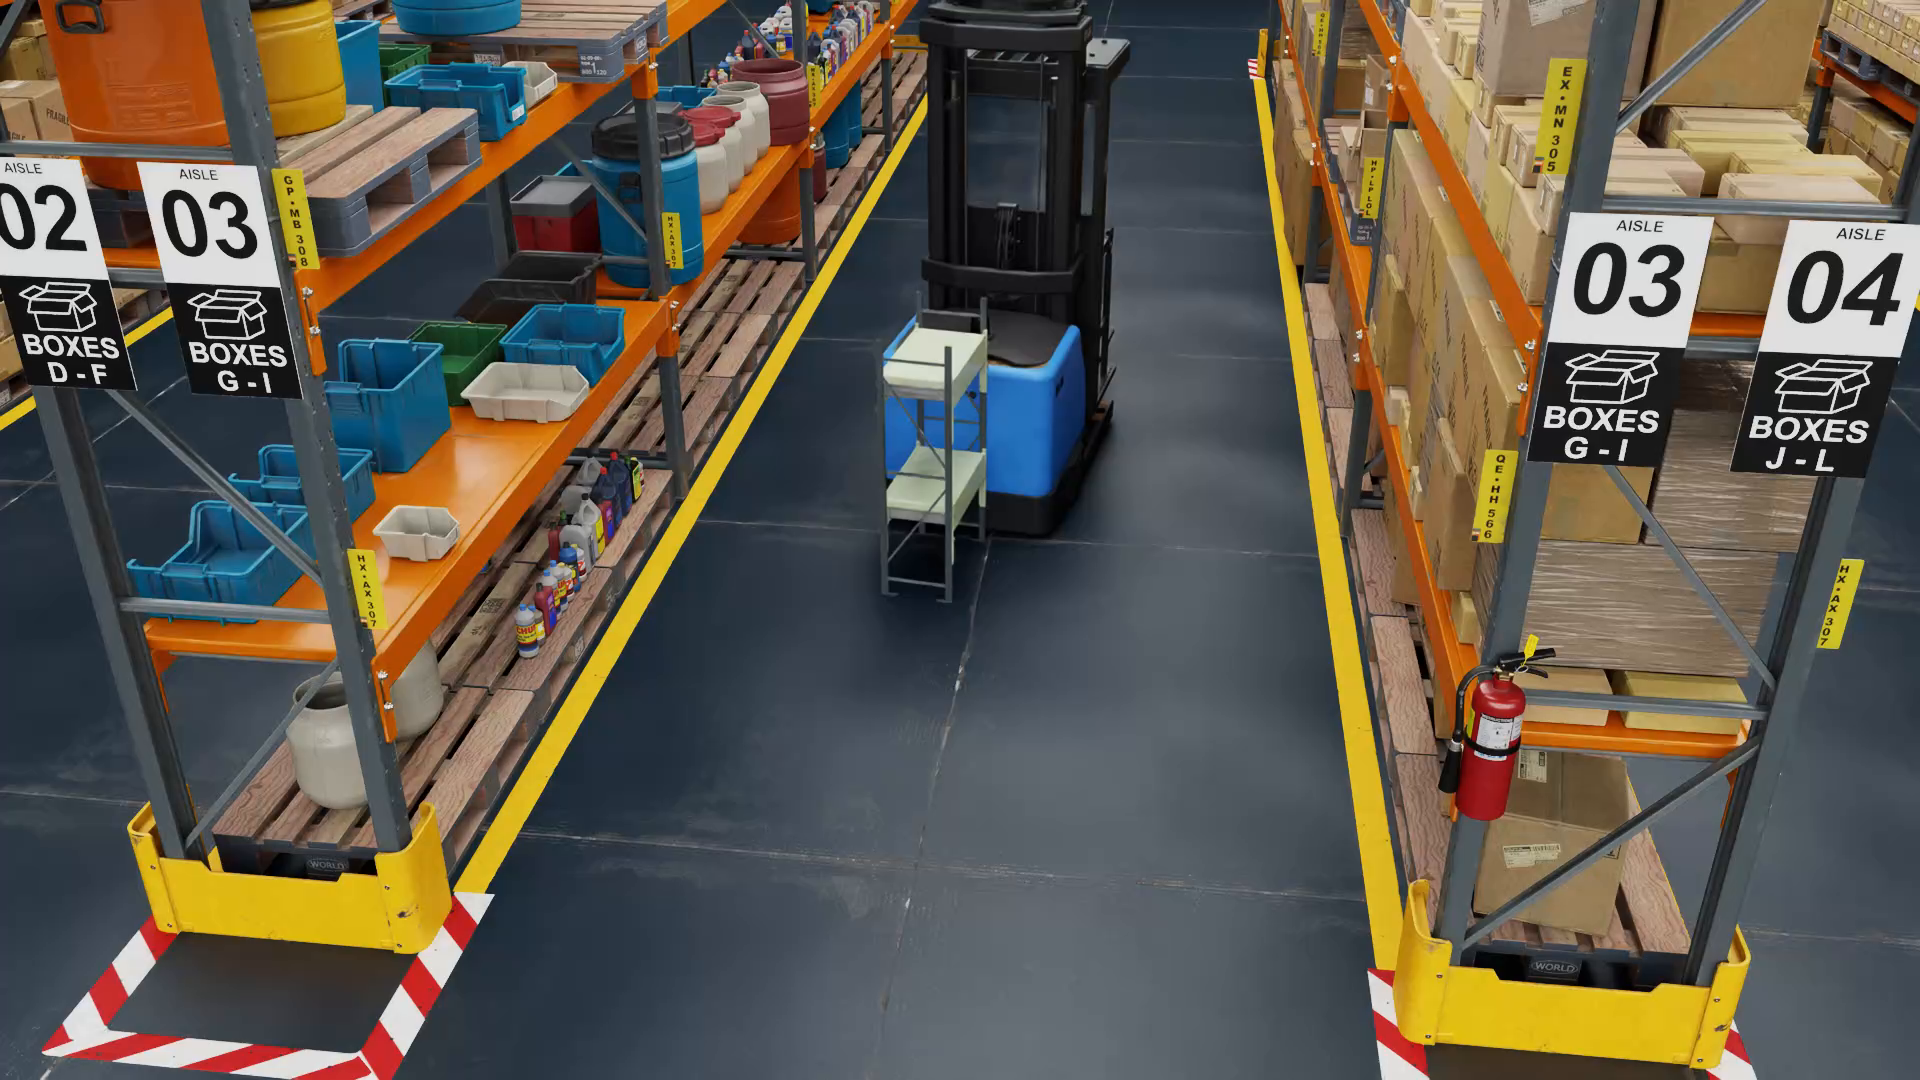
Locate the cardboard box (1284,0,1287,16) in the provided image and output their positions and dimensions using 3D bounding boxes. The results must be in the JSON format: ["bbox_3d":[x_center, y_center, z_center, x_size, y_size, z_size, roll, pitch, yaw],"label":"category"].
[{"bbox_3d":[3.493,-5.389,16.854,0.380,0.149,0.250,3,28,5],"label":"cardboard box"}]

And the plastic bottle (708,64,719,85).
[{"bbox_3d":[-2.034,-3.772,13.712,0.061,0.283,0.133,3,28,6],"label":"plastic bottle"}]

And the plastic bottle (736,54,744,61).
[{"bbox_3d":[-1.918,-4.110,14.426,0.097,0.201,0.097,0,28,0],"label":"plastic bottle"}]

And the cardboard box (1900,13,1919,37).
[{"bbox_3d":[7.936,-4.200,13.579,0.380,0.149,0.250,4,29,8],"label":"cardboard box"}]

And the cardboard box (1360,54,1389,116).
[{"bbox_3d":[3.201,-3.184,11.949,0.500,0.500,0.500,0,28,0],"label":"cardboard box"}]

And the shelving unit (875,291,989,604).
[{"bbox_3d":[-0.142,-0.507,9.109,0.431,1.500,0.755,7,29,13],"label":"shelving unit"}]

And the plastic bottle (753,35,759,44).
[{"bbox_3d":[-1.823,-4.348,14.780,0.061,0.283,0.133,3,28,6],"label":"plastic bottle"}]

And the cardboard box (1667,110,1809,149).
[{"bbox_3d":[2.651,-1.359,5.685,0.380,0.149,0.250,4,29,8],"label":"cardboard box"}]

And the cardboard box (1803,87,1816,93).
[{"bbox_3d":[8.538,-4.491,16.859,0.380,0.149,0.250,4,29,8],"label":"cardboard box"}]

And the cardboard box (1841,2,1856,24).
[{"bbox_3d":[8.093,-4.683,14.789,0.380,0.149,0.250,3,28,5],"label":"cardboard box"}]

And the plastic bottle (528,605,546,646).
[{"bbox_3d":[-2.124,0.420,8.294,0.097,0.201,0.097,0,28,0],"label":"plastic bottle"}]

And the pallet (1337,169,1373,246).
[{"bbox_3d":[3.026,-2.193,10.860,1.003,0.211,1.213,3,28,6],"label":"pallet"}]

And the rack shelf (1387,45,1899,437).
[{"bbox_3d":[2.492,-1.391,6.766,1.077,0.370,4.000,3,28,6],"label":"rack shelf"}]

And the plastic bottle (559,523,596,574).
[{"bbox_3d":[-2.058,0.027,8.945,0.152,0.276,0.135,4,29,7],"label":"plastic bottle"}]

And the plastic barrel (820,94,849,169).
[{"bbox_3d":[-1.368,-4.055,15.884,0.600,0.901,0.708,3,28,6],"label":"plastic barrel"}]

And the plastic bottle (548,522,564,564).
[{"bbox_3d":[-2.164,0.018,8.954,0.061,0.283,0.133,3,28,6],"label":"plastic bottle"}]

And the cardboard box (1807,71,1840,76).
[{"bbox_3d":[9.092,-4.835,17.497,0.380,0.149,0.250,3,29,6],"label":"cardboard box"}]

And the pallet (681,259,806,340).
[{"bbox_3d":[-1.822,-1.909,13.072,1.003,0.211,1.213,3,28,6],"label":"pallet"}]

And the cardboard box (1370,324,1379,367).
[{"bbox_3d":[2.369,-1.018,8.741,0.380,0.149,0.250,3,28,6],"label":"cardboard box"}]

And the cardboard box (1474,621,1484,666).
[{"bbox_3d":[2.109,0.401,6.108,0.380,0.149,0.250,3,28,6],"label":"cardboard box"}]

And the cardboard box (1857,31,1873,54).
[{"bbox_3d":[8.029,-4.308,14.406,0.380,0.149,0.250,4,29,7],"label":"cardboard box"}]

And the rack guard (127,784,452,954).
[{"bbox_3d":[-2.706,1.328,6.758,1.175,0.500,0.348,3,28,6],"label":"rack guard"}]

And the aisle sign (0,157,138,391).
[{"bbox_3d":[-2.972,-0.862,5.446,0.394,0.787,0.004,3,28,6],"label":"aisle sign"}]

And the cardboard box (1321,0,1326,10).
[{"bbox_3d":[3.552,-4.957,14.625,0.797,0.503,0.637,4,29,7],"label":"cardboard box"}]

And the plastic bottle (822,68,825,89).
[{"bbox_3d":[-1.200,-3.931,14.093,0.097,0.201,0.097,0,28,0],"label":"plastic bottle"}]

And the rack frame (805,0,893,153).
[{"bbox_3d":[-1.198,-5.382,16.578,1.000,3.000,0.127,3,28,6],"label":"rack frame"}]

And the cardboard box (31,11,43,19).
[{"bbox_3d":[-10.550,-6.070,19.364,0.380,0.149,0.250,3,28,5],"label":"cardboard box"}]

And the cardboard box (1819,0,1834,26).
[{"bbox_3d":[8.407,-5.178,15.779,0.500,0.500,0.500,3,28,6],"label":"cardboard box"}]

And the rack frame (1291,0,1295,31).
[{"bbox_3d":[3.718,-5.095,16.044,1.000,3.000,0.127,3,28,6],"label":"rack frame"}]

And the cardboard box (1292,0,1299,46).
[{"bbox_3d":[3.413,-4.937,15.645,0.500,0.500,0.500,3,29,6],"label":"cardboard box"}]

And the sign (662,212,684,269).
[{"bbox_3d":[-1.634,-1.701,9.454,0.100,0.325,0.005,3,28,6],"label":"sign"}]

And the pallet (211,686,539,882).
[{"bbox_3d":[-2.601,1.073,7.535,1.003,0.211,1.213,3,28,6],"label":"pallet"}]

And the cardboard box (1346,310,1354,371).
[{"bbox_3d":[3.047,-1.459,11.468,0.700,0.500,0.500,6,29,10],"label":"cardboard box"}]

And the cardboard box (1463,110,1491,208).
[{"bbox_3d":[2.184,-1.418,6.215,0.500,0.250,0.500,4,29,7],"label":"cardboard box"}]

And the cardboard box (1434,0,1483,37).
[{"bbox_3d":[2.372,-2.368,7.557,0.380,0.149,0.250,4,29,7],"label":"cardboard box"}]

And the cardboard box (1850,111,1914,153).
[{"bbox_3d":[8.212,-3.590,14.653,0.500,0.250,0.500,4,29,8],"label":"cardboard box"}]

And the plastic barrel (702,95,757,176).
[{"bbox_3d":[-1.654,-2.854,11.767,0.421,0.512,0.421,0,28,0],"label":"plastic barrel"}]

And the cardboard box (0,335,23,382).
[{"bbox_3d":[-6.735,-1.297,11.450,0.500,0.250,0.500,4,29,7],"label":"cardboard box"}]

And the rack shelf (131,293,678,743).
[{"bbox_3d":[-2.423,-0.359,8.011,1.077,0.370,4.000,3,28,6],"label":"rack shelf"}]

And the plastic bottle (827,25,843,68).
[{"bbox_3d":[-1.121,-4.390,14.789,0.144,0.351,0.185,3,28,6],"label":"plastic bottle"}]

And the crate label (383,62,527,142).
[{"bbox_3d":[-2.111,-1.851,7.017,0.502,0.251,0.408,3,28,6],"label":"crate label"}]

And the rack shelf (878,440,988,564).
[{"bbox_3d":[-0.142,-0.219,9.263,0.431,0.370,0.720,7,29,13],"label":"rack shelf"}]

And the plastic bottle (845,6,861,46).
[{"bbox_3d":[-1.009,-4.822,15.590,0.144,0.351,0.185,3,28,6],"label":"plastic bottle"}]

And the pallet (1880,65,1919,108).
[{"bbox_3d":[8.340,-3.726,13.705,1.003,0.211,1.213,3,28,6],"label":"pallet"}]

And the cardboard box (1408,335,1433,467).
[{"bbox_3d":[2.461,-0.588,7.260,0.875,0.500,0.500,3,28,6],"label":"cardboard box"}]

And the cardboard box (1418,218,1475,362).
[{"bbox_3d":[2.258,-1.040,7.045,0.500,0.500,0.500,3,28,6],"label":"cardboard box"}]

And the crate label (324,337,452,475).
[{"bbox_3d":[-2.711,-0.631,7.722,0.502,0.435,0.616,3,28,6],"label":"crate label"}]

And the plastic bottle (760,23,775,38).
[{"bbox_3d":[-1.775,-4.587,15.232,0.152,0.276,0.135,3,28,6],"label":"plastic bottle"}]

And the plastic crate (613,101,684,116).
[{"bbox_3d":[-2.190,-2.785,11.689,0.402,0.464,0.583,3,28,6],"label":"plastic crate"}]

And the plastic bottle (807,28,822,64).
[{"bbox_3d":[-1.288,-4.336,14.688,0.144,0.351,0.185,3,28,6],"label":"plastic bottle"}]

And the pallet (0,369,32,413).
[{"bbox_3d":[-7.042,-1.028,11.435,1.003,0.211,1.213,3,28,6],"label":"pallet"}]

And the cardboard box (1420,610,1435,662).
[{"bbox_3d":[2.588,0.340,8.150,0.500,0.500,0.500,1,28,2],"label":"cardboard box"}]

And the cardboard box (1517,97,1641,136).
[{"bbox_3d":[2.206,-1.504,5.955,0.380,0.149,0.250,4,29,7],"label":"cardboard box"}]

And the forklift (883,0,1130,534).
[{"bbox_3d":[0.405,-2.006,10.383,1.130,2.935,3.031,7,29,13],"label":"forklift"}]
